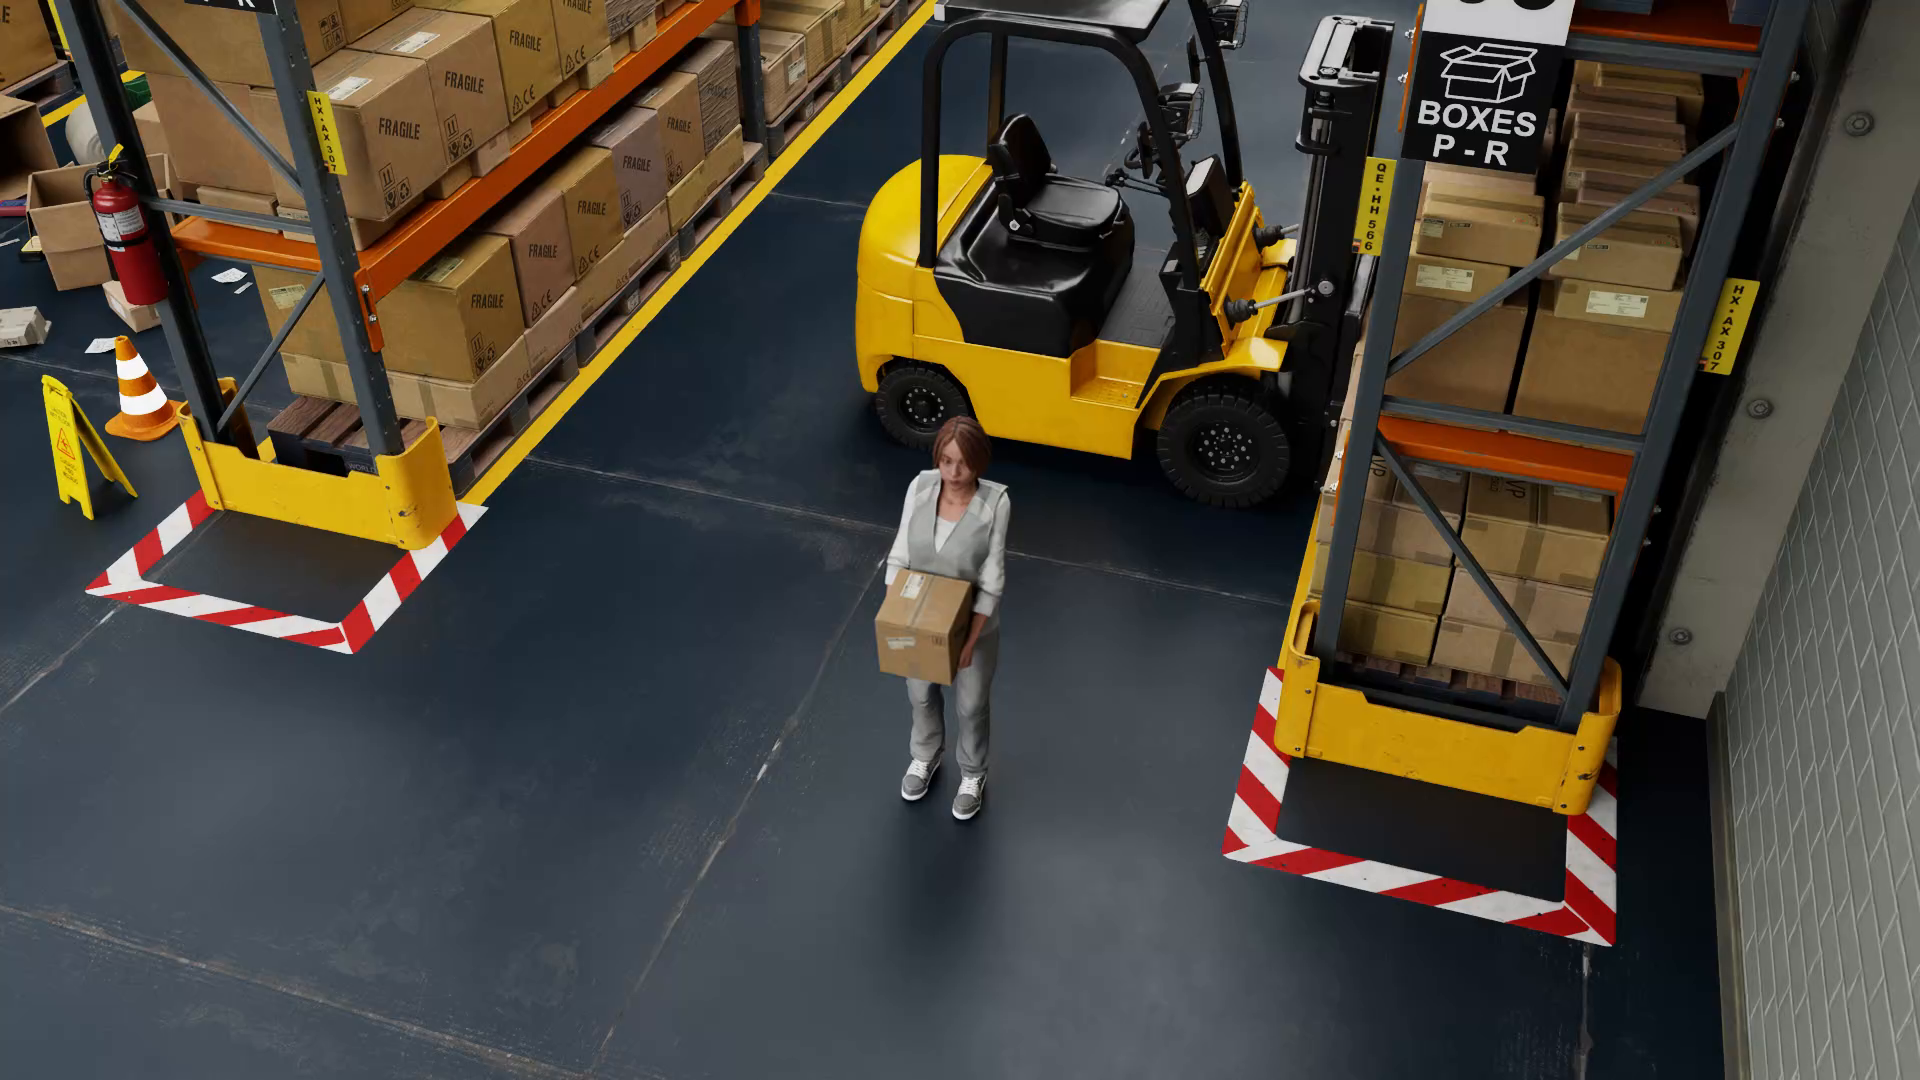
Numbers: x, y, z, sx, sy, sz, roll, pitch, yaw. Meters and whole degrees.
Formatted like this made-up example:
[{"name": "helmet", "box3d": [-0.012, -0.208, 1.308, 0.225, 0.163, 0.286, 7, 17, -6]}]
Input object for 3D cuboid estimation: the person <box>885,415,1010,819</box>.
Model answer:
[{"name": "person", "box3d": [-0.052, 0.324, 5.742, 0.406, 1.588, 0.492, 11, 39, 14]}]
